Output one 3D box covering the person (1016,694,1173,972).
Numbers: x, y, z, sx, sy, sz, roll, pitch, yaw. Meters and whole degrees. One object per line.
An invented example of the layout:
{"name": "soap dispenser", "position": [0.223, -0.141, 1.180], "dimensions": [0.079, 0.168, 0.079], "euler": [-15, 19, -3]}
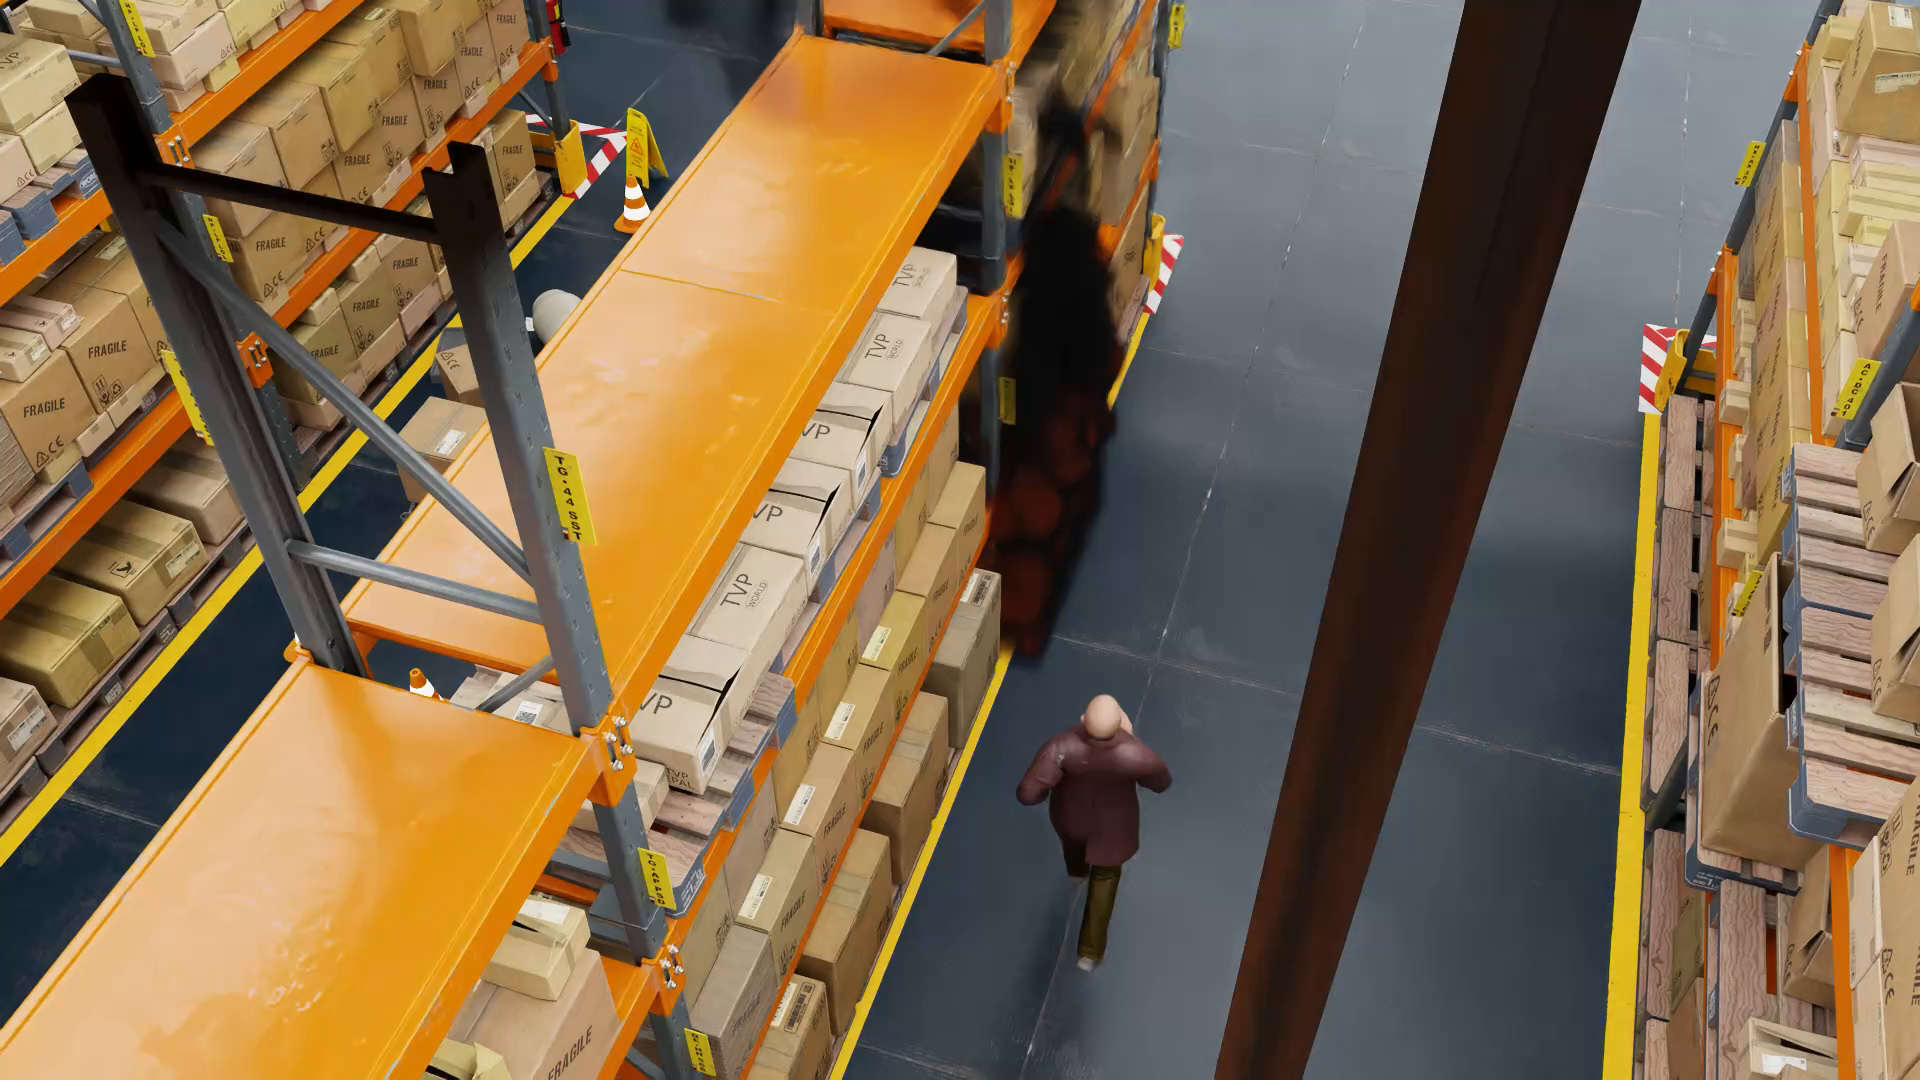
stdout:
{"name": "person", "position": [0.660, 1.337, 8.187], "dimensions": [0.714, 1.818, 0.979], "euler": [8, 46, 8]}
